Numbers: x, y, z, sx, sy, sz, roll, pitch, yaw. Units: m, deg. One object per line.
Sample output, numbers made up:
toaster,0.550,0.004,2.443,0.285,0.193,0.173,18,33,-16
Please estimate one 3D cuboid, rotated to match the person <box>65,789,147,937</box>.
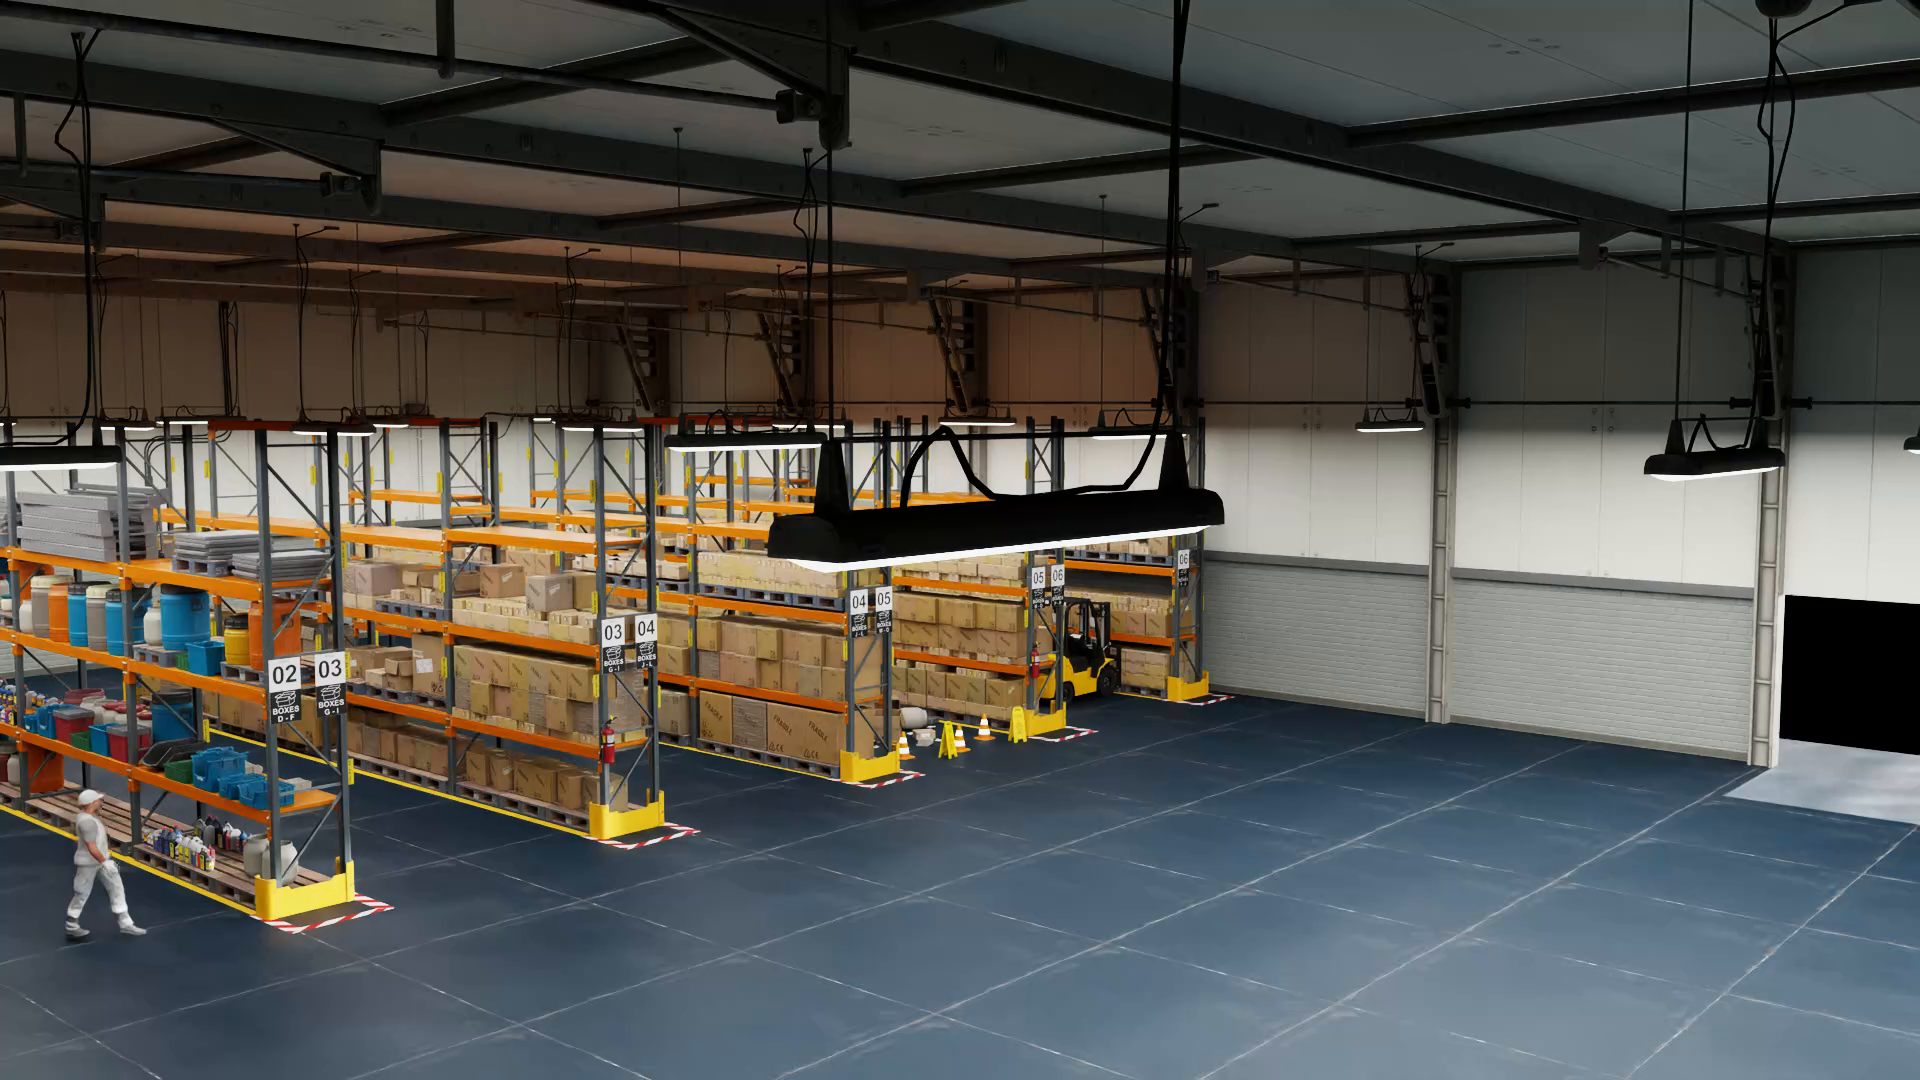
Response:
person,-10.113,3.799,19.517,0.888,1.762,0.495,1,5,11
